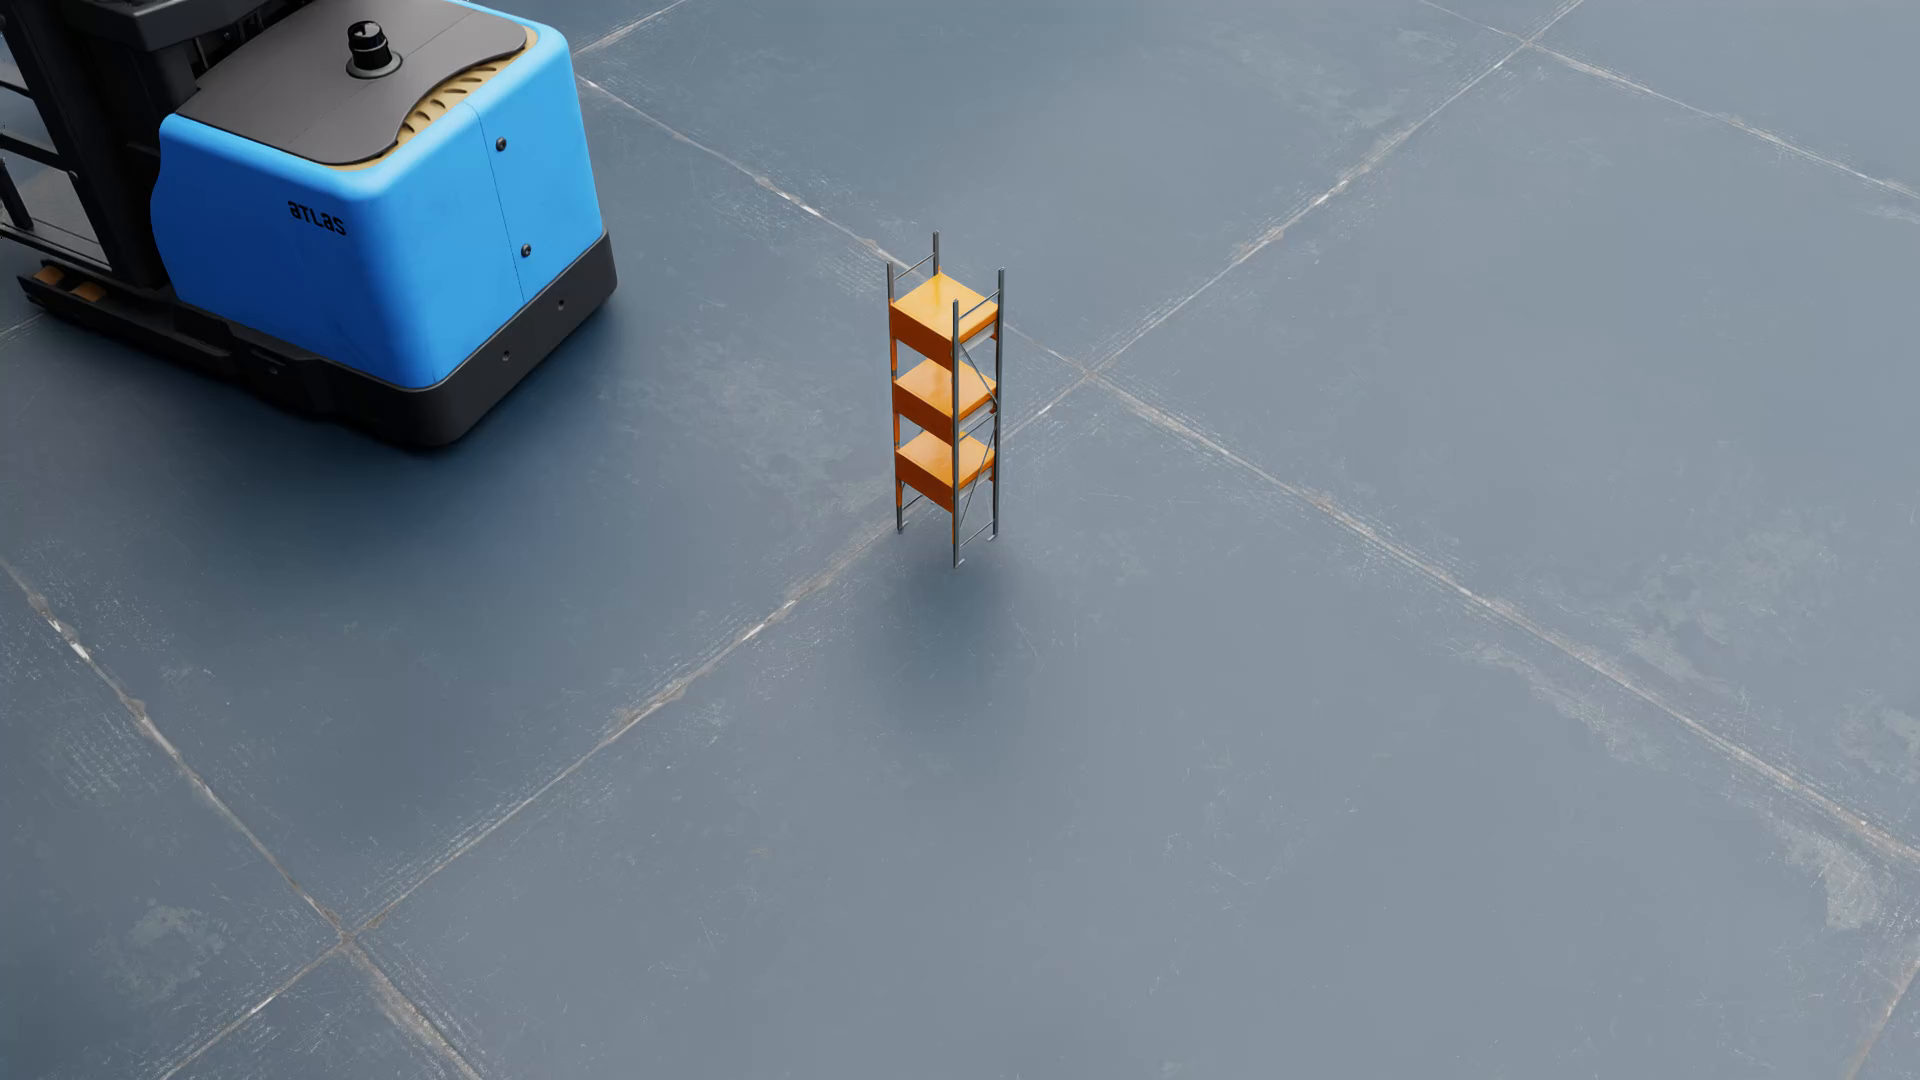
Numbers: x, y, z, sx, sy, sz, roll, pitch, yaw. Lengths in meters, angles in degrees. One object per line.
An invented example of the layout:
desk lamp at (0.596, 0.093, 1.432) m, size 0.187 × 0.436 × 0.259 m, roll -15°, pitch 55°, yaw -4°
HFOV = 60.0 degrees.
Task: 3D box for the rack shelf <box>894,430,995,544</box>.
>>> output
rack shelf at (-0.039, -0.188, 5.102) m, size 0.240 × 0.259 × 0.215 m, roll 34°, pitch 55°, yaw 28°

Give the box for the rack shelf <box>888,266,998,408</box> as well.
rack shelf at (-0.039, -0.573, 4.693) m, size 0.240 × 0.259 × 0.215 m, roll 34°, pitch 55°, yaw 28°

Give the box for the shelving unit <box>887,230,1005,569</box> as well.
shelving unit at (-0.039, -0.386, 4.892) m, size 0.252 × 1.050 × 0.215 m, roll 34°, pitch 55°, yaw 28°

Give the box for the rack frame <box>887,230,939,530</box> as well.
rack frame at (-0.129, -0.446, 4.949) m, size 0.008 × 1.050 × 0.200 m, roll 34°, pitch 55°, yaw 28°

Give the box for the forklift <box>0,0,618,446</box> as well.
forklift at (-2.789, -2.080, 5.192) m, size 3.031 × 2.935 × 1.130 m, roll 21°, pitch 50°, yaw 18°

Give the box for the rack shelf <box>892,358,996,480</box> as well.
rack shelf at (-0.039, -0.379, 4.900) m, size 0.240 × 0.259 × 0.215 m, roll 34°, pitch 55°, yaw 28°

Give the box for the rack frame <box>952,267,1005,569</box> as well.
rack frame at (0.050, -0.325, 4.835) m, size 0.008 × 1.050 × 0.200 m, roll 34°, pitch 55°, yaw 28°
